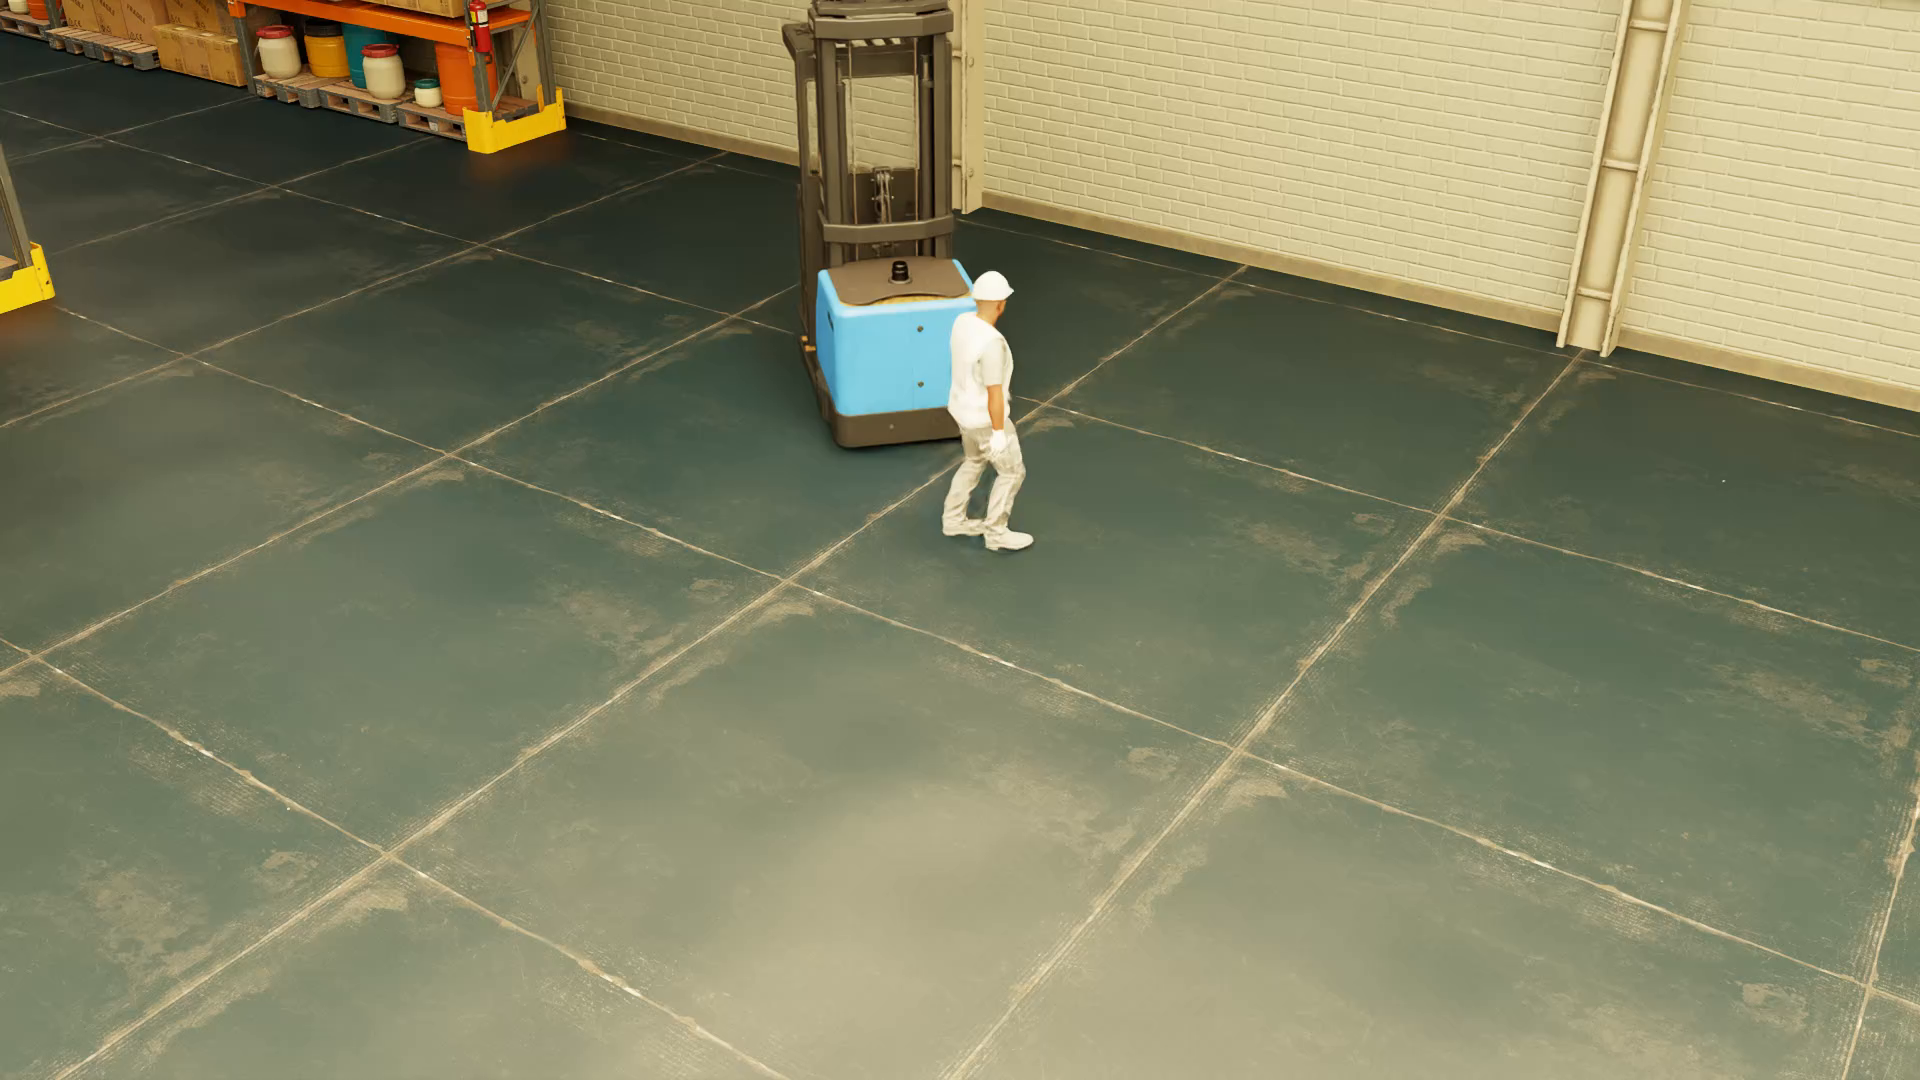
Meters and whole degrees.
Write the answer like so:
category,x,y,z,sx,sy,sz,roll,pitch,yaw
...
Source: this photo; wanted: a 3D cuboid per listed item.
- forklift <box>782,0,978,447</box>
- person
category,x,y,z,sx,sy,sz,roll,pitch,yaw
forklift,-0.649,-2.631,12.113,1.130,2.935,3.031,-6,31,-11
person,0.176,-0.779,10.117,0.514,1.752,0.698,-12,32,-19
